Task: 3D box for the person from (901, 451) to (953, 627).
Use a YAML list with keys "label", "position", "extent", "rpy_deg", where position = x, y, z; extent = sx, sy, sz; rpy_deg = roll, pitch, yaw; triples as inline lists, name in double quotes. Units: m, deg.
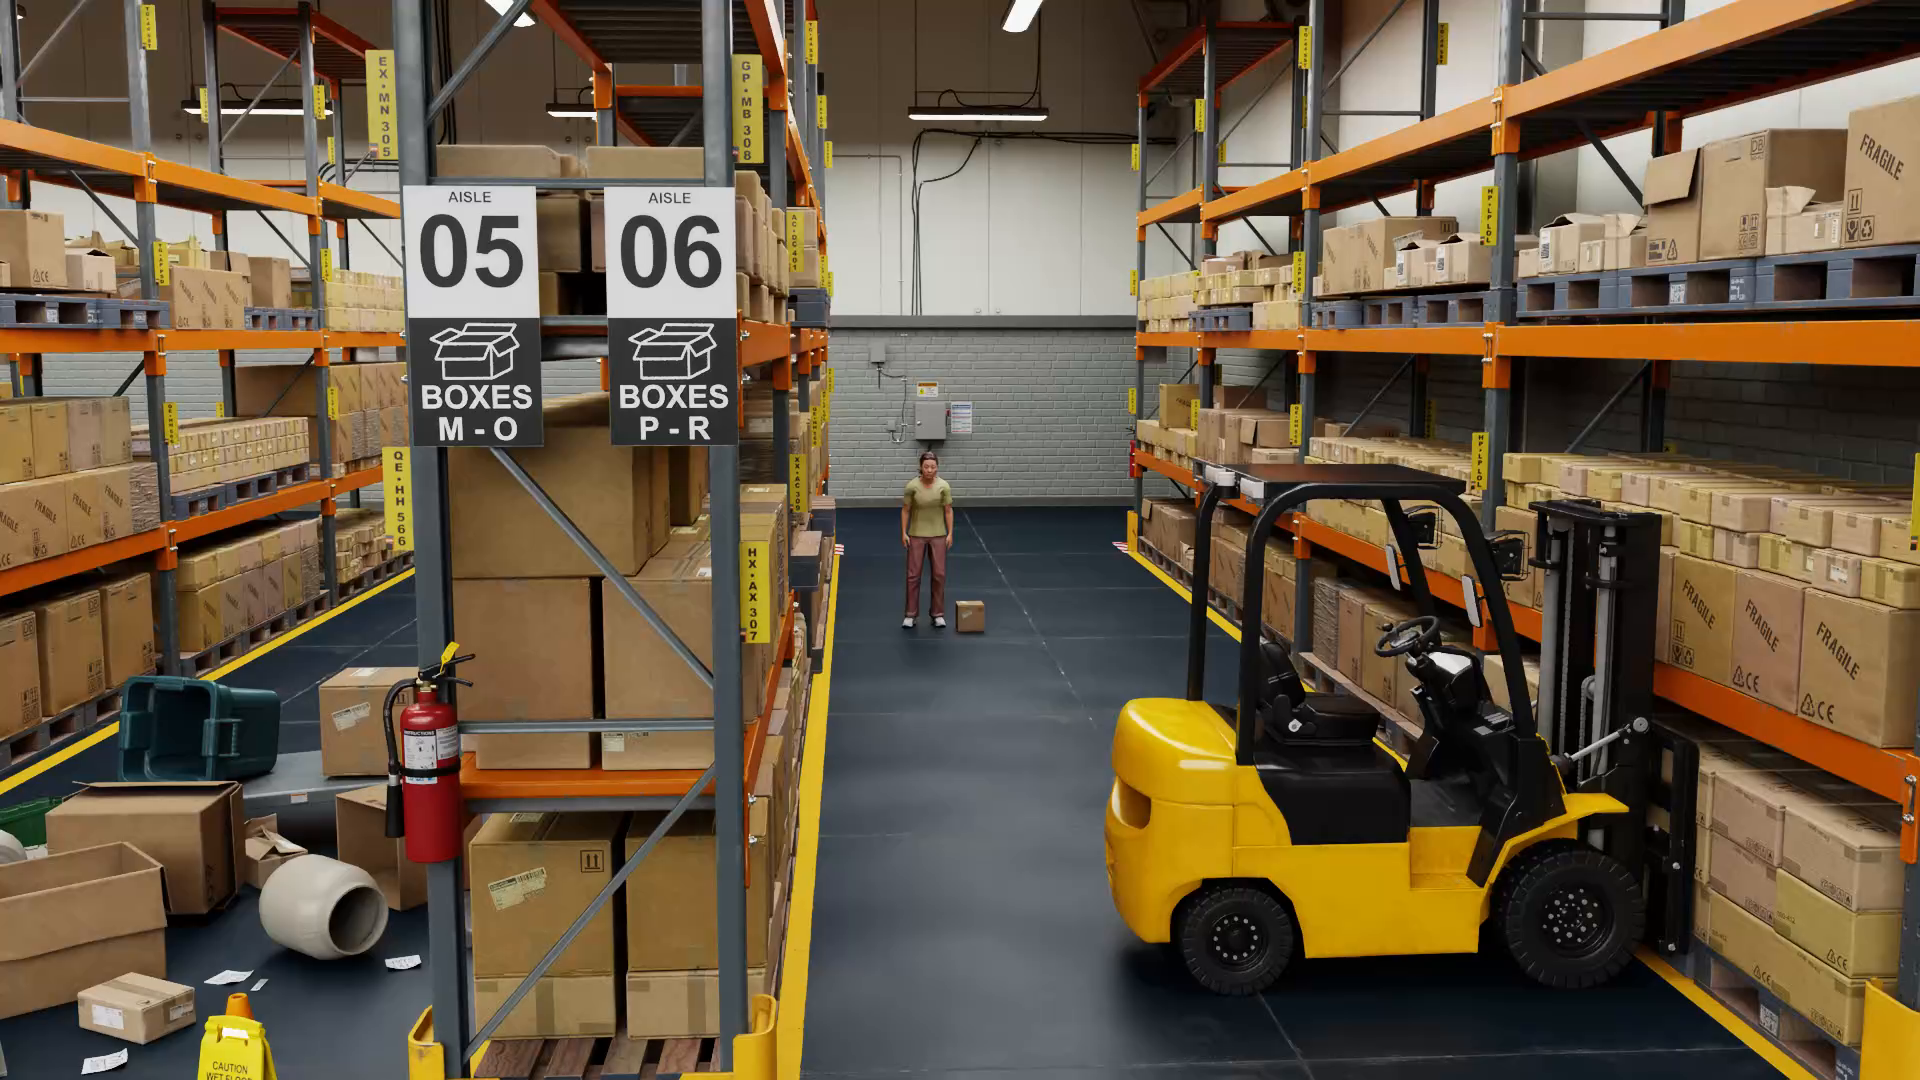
- label: "person"
  position: [-0.311, -0.014, 15.867]
  extent: [0.499, 1.673, 0.354]
  rpy_deg: [0, 7, -4]
